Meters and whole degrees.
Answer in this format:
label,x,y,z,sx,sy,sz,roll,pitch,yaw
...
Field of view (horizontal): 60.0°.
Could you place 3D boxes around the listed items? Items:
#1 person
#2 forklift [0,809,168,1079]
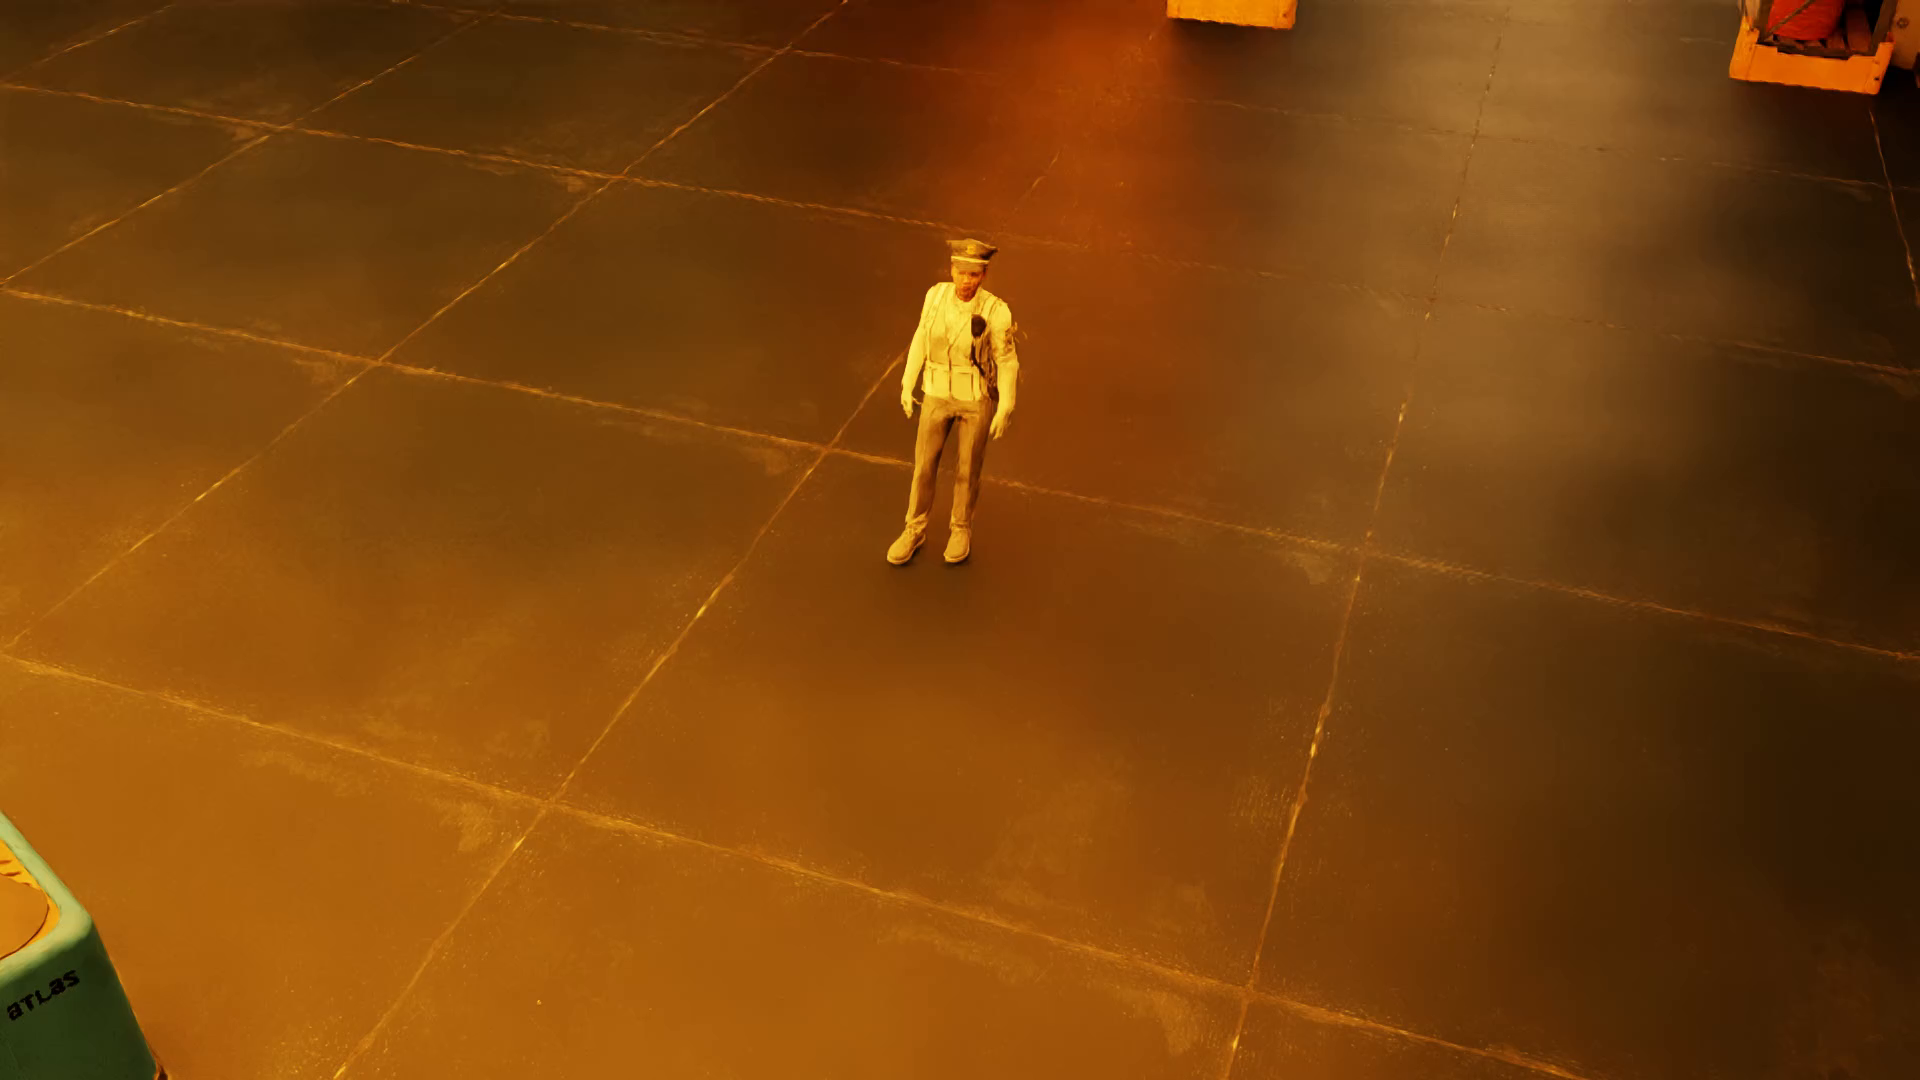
label,x,y,z,sx,sy,sz,roll,pitch,yaw
person,-0.029,-0.662,8.101,0.586,1.695,0.532,12,37,16
forklift,-4.055,1.289,4.293,1.130,2.935,3.031,28,44,34
